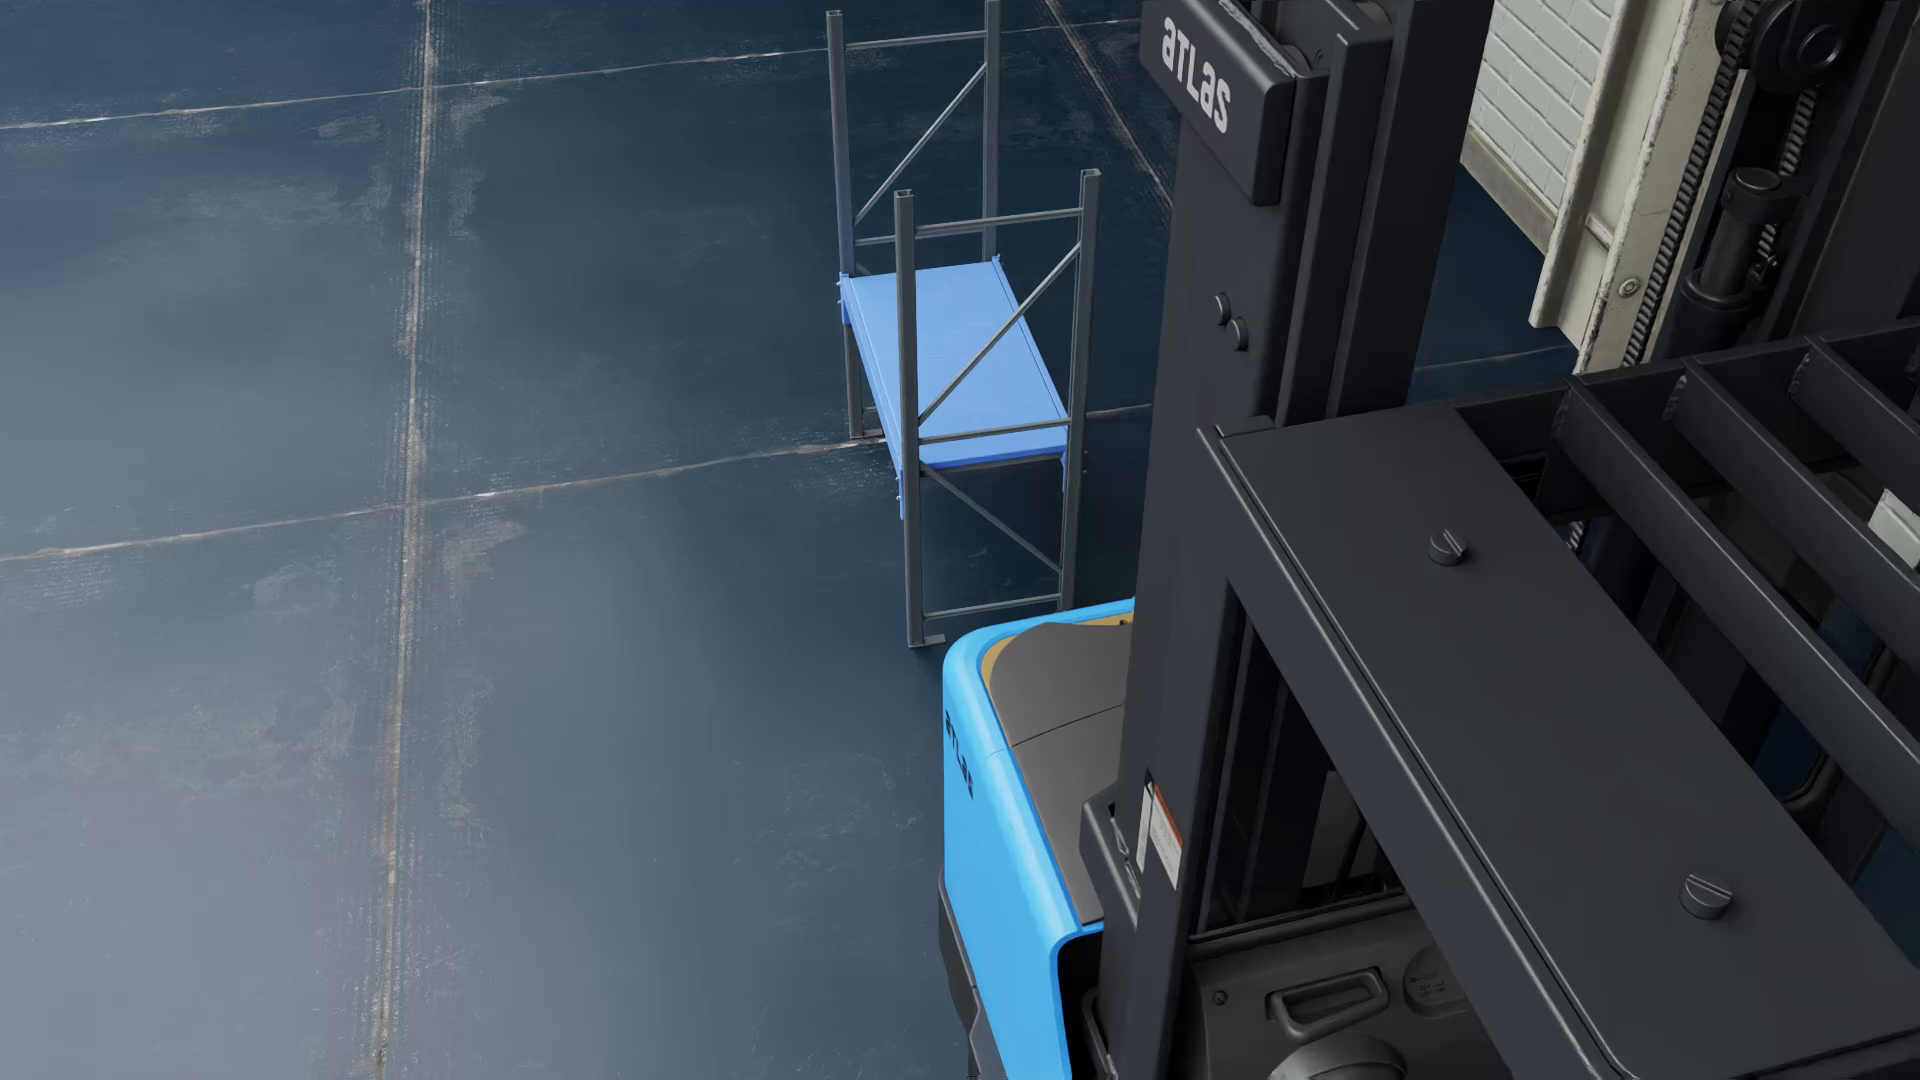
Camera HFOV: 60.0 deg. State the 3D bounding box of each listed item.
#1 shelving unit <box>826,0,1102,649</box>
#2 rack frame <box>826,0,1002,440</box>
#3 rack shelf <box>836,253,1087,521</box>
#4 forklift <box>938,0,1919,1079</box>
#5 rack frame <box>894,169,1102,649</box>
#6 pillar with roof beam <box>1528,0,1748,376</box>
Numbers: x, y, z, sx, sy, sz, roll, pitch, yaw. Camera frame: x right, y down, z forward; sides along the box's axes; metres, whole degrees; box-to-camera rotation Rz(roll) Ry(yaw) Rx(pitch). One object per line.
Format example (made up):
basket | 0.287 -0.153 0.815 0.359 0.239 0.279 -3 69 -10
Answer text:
shelving unit | -0.018 -0.616 4.814 0.538 1.500 1.048 -8 42 -9
rack frame | -0.128 -0.946 5.186 0.500 1.500 0.032 -8 42 -9
rack shelf | -0.018 -0.482 4.934 0.538 0.185 1.000 -8 42 -9
forklift | 0.833 0.757 2.189 1.130 2.935 3.031 -10 43 -11
rack frame | 0.091 -0.287 4.443 0.500 1.500 0.032 -8 42 -9
pillar with roof beam | -1.905 -3.460 2.370 9.100 9.000 0.400 -8 42 -9
